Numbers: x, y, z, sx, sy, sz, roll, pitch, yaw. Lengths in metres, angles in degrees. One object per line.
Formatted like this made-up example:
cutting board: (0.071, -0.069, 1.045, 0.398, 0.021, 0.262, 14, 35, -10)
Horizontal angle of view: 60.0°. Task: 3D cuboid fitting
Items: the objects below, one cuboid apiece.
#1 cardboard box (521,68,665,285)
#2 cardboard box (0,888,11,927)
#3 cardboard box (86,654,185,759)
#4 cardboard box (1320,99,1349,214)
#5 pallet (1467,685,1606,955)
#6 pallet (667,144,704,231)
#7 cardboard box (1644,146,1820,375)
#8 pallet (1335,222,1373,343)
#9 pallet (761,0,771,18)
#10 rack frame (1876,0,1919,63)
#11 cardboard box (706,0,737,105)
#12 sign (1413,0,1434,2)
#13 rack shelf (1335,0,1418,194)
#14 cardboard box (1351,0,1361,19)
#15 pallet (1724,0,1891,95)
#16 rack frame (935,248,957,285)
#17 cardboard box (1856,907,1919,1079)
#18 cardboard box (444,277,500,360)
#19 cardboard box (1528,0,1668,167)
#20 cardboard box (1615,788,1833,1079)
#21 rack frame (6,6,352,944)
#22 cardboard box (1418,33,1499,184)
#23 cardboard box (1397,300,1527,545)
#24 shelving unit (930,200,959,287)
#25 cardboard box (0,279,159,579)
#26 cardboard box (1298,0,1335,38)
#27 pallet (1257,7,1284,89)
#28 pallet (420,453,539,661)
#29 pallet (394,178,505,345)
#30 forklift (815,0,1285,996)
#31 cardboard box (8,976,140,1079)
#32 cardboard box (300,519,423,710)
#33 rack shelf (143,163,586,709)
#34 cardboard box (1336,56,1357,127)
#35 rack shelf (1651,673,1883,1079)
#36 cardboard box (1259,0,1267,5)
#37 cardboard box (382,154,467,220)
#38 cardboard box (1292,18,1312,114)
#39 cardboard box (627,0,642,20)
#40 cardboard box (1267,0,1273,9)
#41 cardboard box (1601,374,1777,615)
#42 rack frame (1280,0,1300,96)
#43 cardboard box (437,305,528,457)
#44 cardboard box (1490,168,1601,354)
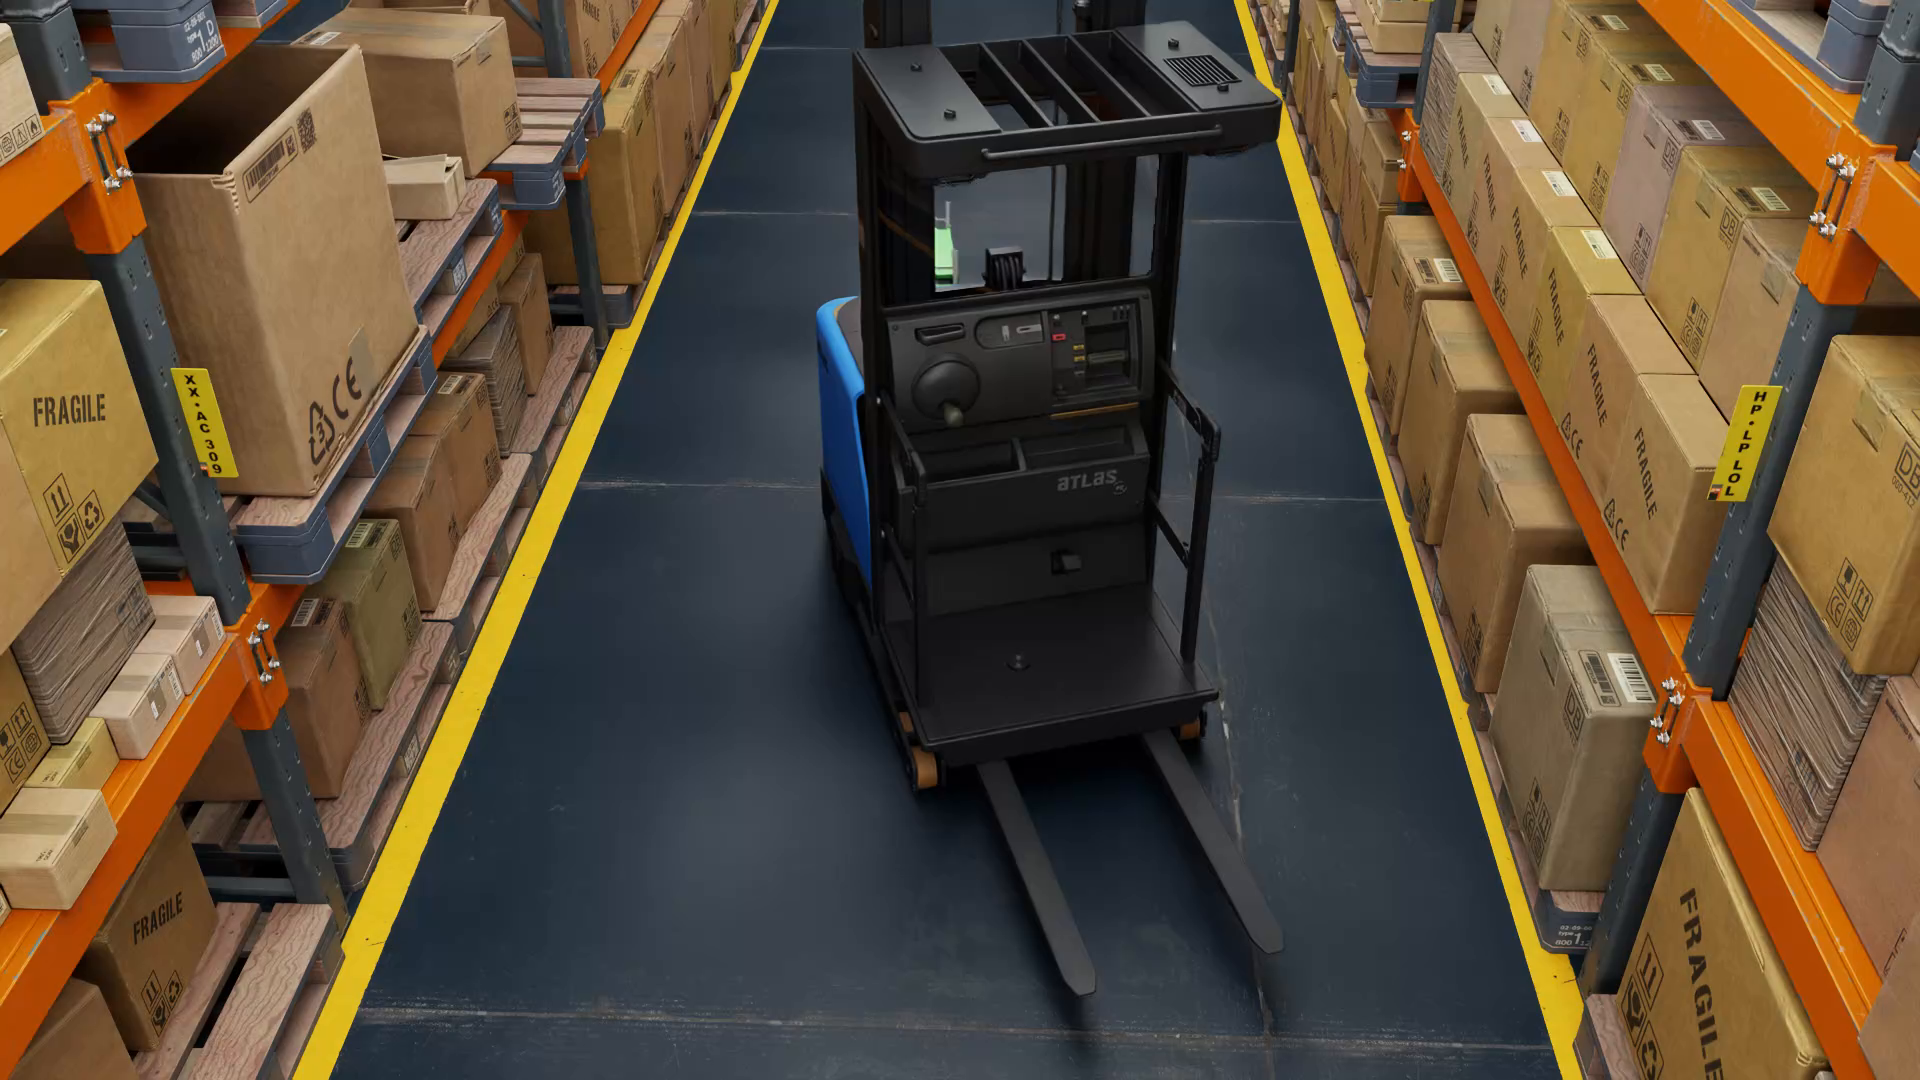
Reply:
cardboard box: (-2.296, -1.952, 8.901, 1.225, 0.875, 0.875, 0, 35, 0)
cardboard box: (-2.350, 0.850, 3.650, 0.380, 0.149, 0.250, 1, 35, 2)
cardboard box: (-2.240, 0.421, 4.260, 0.380, 0.149, 0.250, 1, 35, 2)
cardboard box: (2.402, -2.216, 9.604, 0.500, 0.500, 0.500, 0, 35, 0)
pallet: (2.402, 0.913, 5.767, 1.003, 0.211, 1.213, 1, 35, 2)
pallet: (-2.186, -2.263, 10.286, 1.003, 0.211, 1.213, 1, 35, 2)
cardboard box: (2.479, -0.814, 4.842, 0.700, 0.500, 0.500, 1, 35, 1)
pallet: (2.640, -1.389, 9.043, 1.003, 0.211, 1.213, 1, 35, 2)
pallet: (-2.029, -4.549, 13.539, 1.003, 0.211, 1.213, 1, 35, 2)
rack frame: (2.446, -2.237, 2.607, 1.000, 3.000, 0.127, 1, 35, 2)
cardboard box: (-2.190, -3.486, 11.084, 1.225, 0.875, 0.875, 1, 35, 2)
sign: (2.064, -2.529, 7.302, 0.100, 0.325, 0.005, 1, 35, 2)
rack shelf: (2.687, -2.936, 9.444, 1.077, 0.370, 4.000, 1, 35, 2)
cardboard box: (2.189, -2.734, 8.385, 0.380, 0.149, 0.250, 2, 35, 3)
pallet: (2.434, -1.460, 4.276, 0.805, 0.209, 1.217, 0, 35, 0)
rack frame: (-0.131, -0.708, 7.214, 0.240, 1.200, 0.015, -2, 35, -3)
cardboard box: (2.305, 0.992, 3.099, 0.875, 0.550, 0.550, 1, 35, 2)
cardboard box: (-2.353, -1.027, 7.242, 0.500, 0.250, 0.500, 5, 35, 7)
cardboard box: (2.542, -1.688, 6.086, 0.700, 0.500, 0.500, 1, 35, 1)
cardboard box: (2.351, 1.275, 4.310, 0.875, 0.875, 0.875, 2, 35, 3)
rack frame: (-2.505, 0.045, 4.578, 1.000, 3.000, 0.127, 1, 35, 2)
cardboard box: (2.319, -1.870, 7.215, 0.500, 0.500, 0.500, 2, 35, 2)
cardboard box: (2.461, -0.482, 6.919, 1.050, 0.750, 0.750, 2, 35, 3)
shelving unit: (-0.149, -0.848, 7.413, 0.258, 1.200, 0.503, -2, 35, -3)
cardboard box: (-2.249, -0.262, 3.799, 0.500, 0.500, 0.500, 1, 35, 2)
cardboard box: (2.474, -3.416, 10.659, 0.500, 0.250, 0.500, 0, 35, 0)
pallet: (2.759, -3.625, 12.224, 1.003, 0.211, 1.213, 1, 35, 2)
pallet: (-2.429, 0.035, 7.016, 1.003, 0.211, 1.213, 1, 35, 2)
pallet: (-2.383, -1.037, 6.283, 1.003, 0.211, 1.213, 1, 35, 2)
forklift: (0.275, -0.554, 5.489, 1.130, 2.935, 3.031, -9, 36, -12)
cardboard box: (-2.577, 1.454, 4.382, 0.500, 0.500, 0.500, 12, 37, 17)
cardboard box: (-2.421, 0.262, 6.060, 0.700, 0.500, 0.500, 1, 35, 2)
rack shelf: (-2.425, -0.810, 6.420, 1.077, 0.370, 4.000, 1, 35, 2)
cardboard box: (2.418, -2.518, 9.380, 0.500, 0.250, 0.500, 2, 35, 3)
rack shelf: (2.366, 1.661, 2.904, 1.077, 0.370, 4.000, 1, 35, 2)
cardboard box: (2.485, -4.212, 12.749, 0.380, 0.149, 0.250, 1, 35, 2)
cardboard box: (-2.142, -1.406, 6.393, 0.396, 0.266, 0.258, 0, 35, 1)
cardboard box: (2.473, -3.110, 10.875, 0.500, 0.500, 0.500, 3, 35, 4)
cardboard box: (-2.018, -3.158, 9.048, 0.500, 0.500, 0.500, 1, 35, 1)
cardboard box: (2.454, -4.005, 12.195, 0.380, 0.149, 0.250, 0, 35, 0)
cardboard box: (2.200, -0.130, 4.739, 0.500, 0.500, 0.500, 1, 35, 2)
rack frame: (2.768, -4.379, 10.872, 1.000, 3.000, 0.127, 1, 35, 2)
cardboard box: (-2.361, -0.706, 7.438, 0.700, 0.500, 0.500, -1, 35, -2)
cardboard box: (2.259, -1.002, 5.980, 0.500, 0.500, 0.500, 1, 35, 1)
